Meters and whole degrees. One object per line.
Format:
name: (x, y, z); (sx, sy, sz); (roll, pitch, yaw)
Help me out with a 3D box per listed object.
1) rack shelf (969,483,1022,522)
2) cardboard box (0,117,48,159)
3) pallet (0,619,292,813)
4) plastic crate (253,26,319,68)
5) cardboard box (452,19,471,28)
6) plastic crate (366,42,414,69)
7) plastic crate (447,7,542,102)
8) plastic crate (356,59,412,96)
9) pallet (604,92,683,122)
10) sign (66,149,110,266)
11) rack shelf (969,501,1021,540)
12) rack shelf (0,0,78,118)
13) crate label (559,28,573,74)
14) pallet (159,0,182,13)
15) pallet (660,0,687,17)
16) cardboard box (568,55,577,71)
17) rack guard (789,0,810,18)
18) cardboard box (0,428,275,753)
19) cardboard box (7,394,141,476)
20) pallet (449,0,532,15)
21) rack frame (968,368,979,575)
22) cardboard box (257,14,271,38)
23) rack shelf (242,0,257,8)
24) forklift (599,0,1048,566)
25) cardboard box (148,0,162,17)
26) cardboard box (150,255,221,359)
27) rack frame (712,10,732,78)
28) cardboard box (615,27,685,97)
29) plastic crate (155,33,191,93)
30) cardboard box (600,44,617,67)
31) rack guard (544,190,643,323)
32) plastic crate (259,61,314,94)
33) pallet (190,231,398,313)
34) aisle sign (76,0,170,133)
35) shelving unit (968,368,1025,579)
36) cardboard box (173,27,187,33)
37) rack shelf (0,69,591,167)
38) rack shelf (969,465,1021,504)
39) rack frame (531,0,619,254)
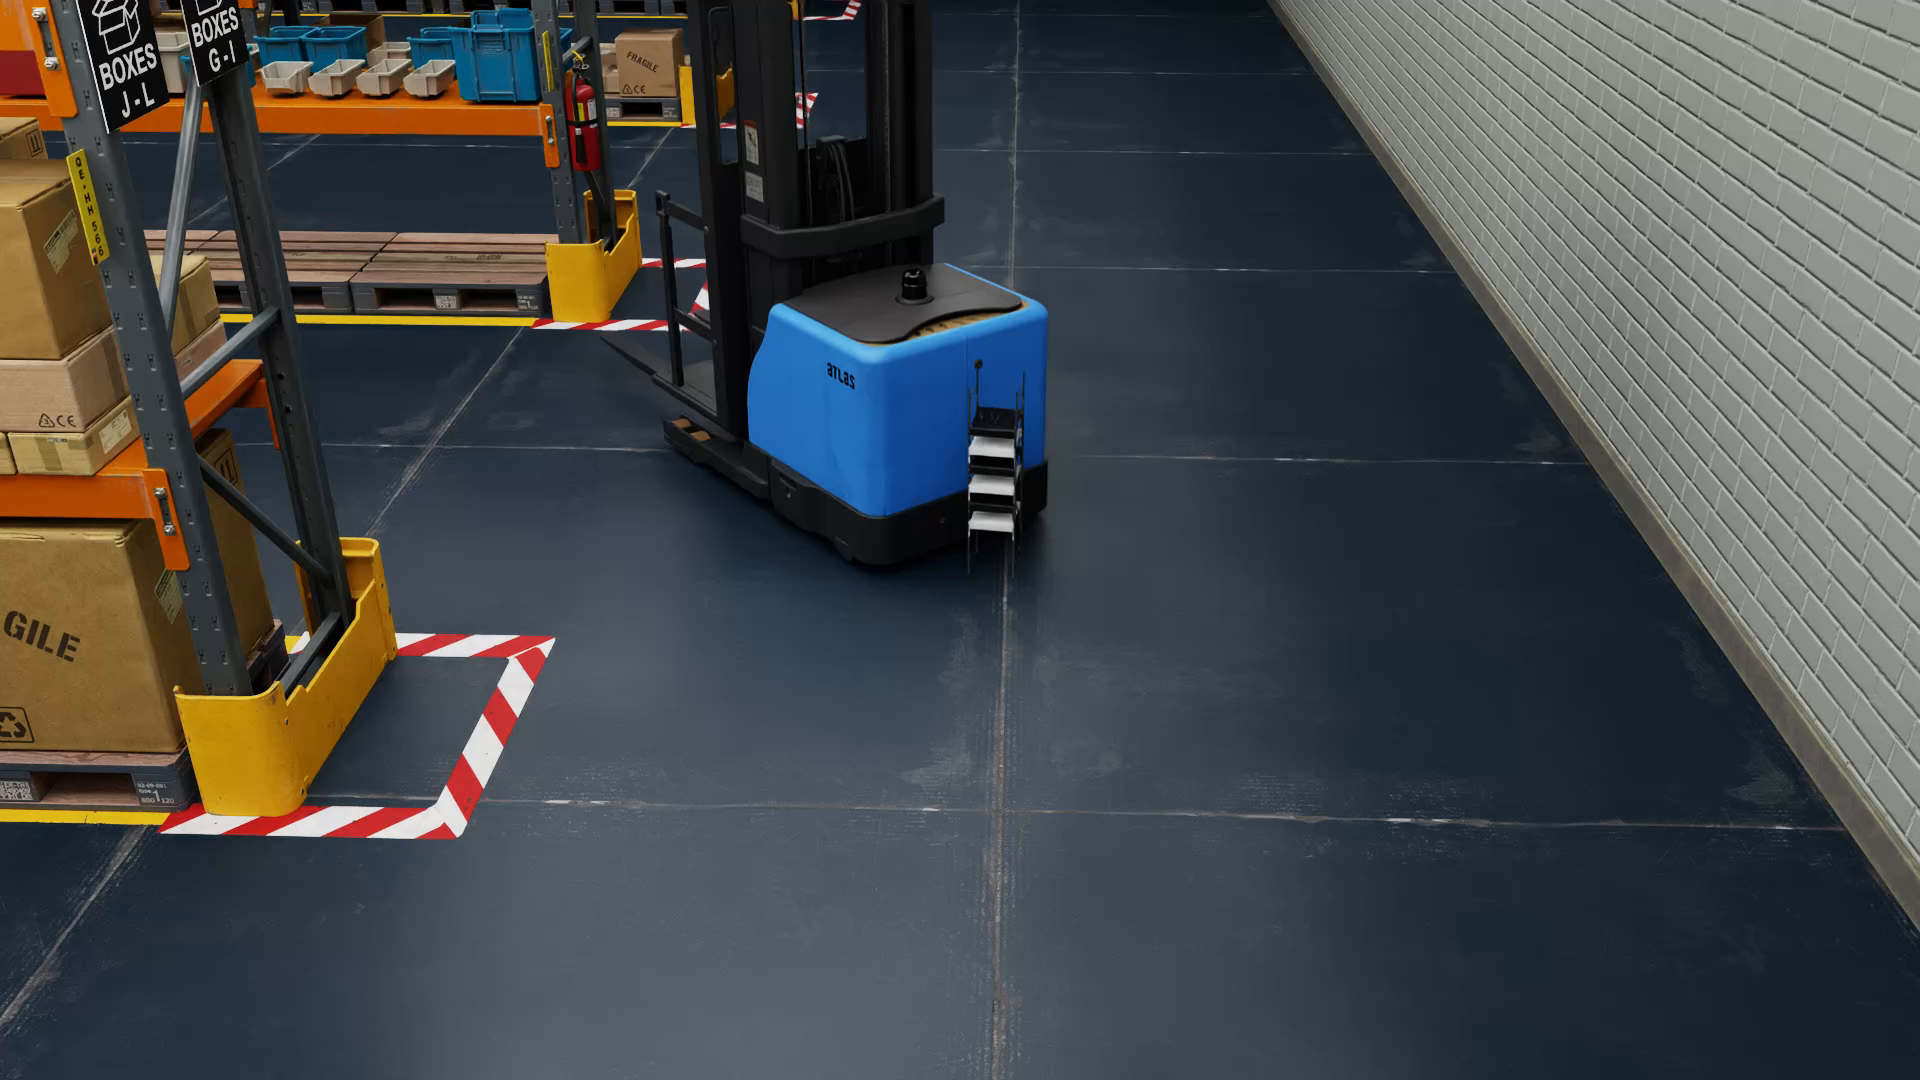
rack shelf: (0.158, -0.177, 7.386); (0.200, 0.077, 0.258); (5, 28, 9)
cardboard box: (-3.508, -1.158, 5.774); (0.500, 0.500, 0.500); (0, 28, 1)
pallet: (-3.340, 0.636, 6.324); (1.213, 0.211, 1.003); (1, 28, 2)
plastic crate: (-4.215, -3.075, 10.463); (0.300, 0.233, 0.416); (1, 28, 2)
cardboard box: (-4.305, -4.385, 15.015); (0.637, 0.503, 0.797); (1, 28, 2)
plastic crate: (-3.594, -3.061, 10.539); (0.298, 0.136, 0.250); (1, 28, 2)
plastic crate: (-2.705, -2.898, 9.912); (0.499, 0.435, 0.616); (1, 28, 2)
plastic crate: (-3.474, -2.788, 10.024); (0.243, 0.136, 0.396); (1, 28, 2)
pallet: (-3.058, -4.038, 15.142); (1.213, 0.211, 1.003); (1, 28, 2)
sign: (-2.571, -0.982, 4.910); (0.005, 0.325, 0.100); (1, 28, 2)
rack shelf: (0.158, -0.097, 7.428); (0.200, 0.077, 0.258); (5, 28, 9)
rack shelf: (-4.537, -1.660, 5.244); (4.000, 0.370, 1.077); (1, 28, 2)
crate label: (-2.599, -3.048, 10.412); (0.303, 0.233, 0.416); (1, 28, 2)
pallet: (-9.224, -6.427, 19.648); (1.213, 0.211, 1.003); (1, 28, 2)
pallet: (-2.816, -6.319, 19.446); (1.213, 0.211, 1.003); (1, 28, 2)
cardboard box: (-3.686, -4.159, 14.859); (0.500, 0.250, 0.500); (1, 28, 2)
rack guard: (-1.990, -6.470, 19.421); (0.348, 0.500, 1.175); (1, 28, 2)
cardboard box: (-3.181, 0.161, 6.064); (0.875, 0.875, 0.875); (1, 28, 2)
cardboard box: (-2.906, -0.360, 5.495); (0.250, 0.149, 0.380); (1, 28, 3)
pallet: (-5.254, -6.360, 19.522); (1.213, 0.211, 1.003); (1, 28, 2)
rack frame: (0.058, -0.294, 7.344); (0.006, 0.900, 0.240); (5, 28, 9)
cardboard box: (-6.657, -4.534, 15.300); (0.500, 0.500, 0.500); (0, 28, -1)
rack shelf: (-4.184, -4.971, 14.693); (4.000, 0.370, 1.077); (1, 28, 2)
forklift: (-0.879, -1.809, 8.032); (1.130, 2.935, 3.031); (-20, 34, -32)
cardboard box: (-7.657, -4.882, 15.155); (0.500, 0.250, 0.500); (1, 28, 2)
cardboard box: (-3.009, -0.819, 5.934); (0.500, 0.250, 0.500); (0, 28, 0)
rack frame: (-2.185, -5.256, 14.463); (0.127, 3.000, 1.000); (1, 28, 2)
cardboard box: (-2.737, -4.240, 14.744); (0.500, 0.500, 0.500); (1, 28, 2)
plastic crate: (-4.842, -2.866, 10.017); (0.530, 0.282, 0.437); (1, 28, 2)
cardboard box: (-3.218, -4.386, 15.286); (0.500, 0.250, 0.500); (1, 28, 2)
rack guard: (-2.339, -1.839, 10.685); (0.348, 0.500, 1.175); (1, 28, 2)
plastic crate: (-4.050, -2.777, 10.004); (0.250, 0.136, 0.298); (1, 28, 2)
pallet: (-4.402, -1.759, 10.842); (1.213, 0.211, 1.003); (1, 28, 2)
aisle sign: (-2.477, -1.626, 4.839); (0.004, 0.787, 0.394); (1, 28, 2)
shelving unit: (0.158, -0.286, 7.328); (0.210, 0.900, 0.258); (5, 28, 9)
cardboard box: (-6.686, -4.286, 14.832); (0.500, 0.500, 0.500); (1, 28, 2)
rack shelf: (-4.362, -2.653, 10.320); (4.000, 0.370, 1.077); (1, 28, 2)
rack shelf: (0.158, -0.256, 7.344); (0.200, 0.077, 0.258); (5, 28, 9)
rack frame: (-2.364, -2.938, 10.089); (0.127, 3.000, 1.000); (1, 28, 2)
